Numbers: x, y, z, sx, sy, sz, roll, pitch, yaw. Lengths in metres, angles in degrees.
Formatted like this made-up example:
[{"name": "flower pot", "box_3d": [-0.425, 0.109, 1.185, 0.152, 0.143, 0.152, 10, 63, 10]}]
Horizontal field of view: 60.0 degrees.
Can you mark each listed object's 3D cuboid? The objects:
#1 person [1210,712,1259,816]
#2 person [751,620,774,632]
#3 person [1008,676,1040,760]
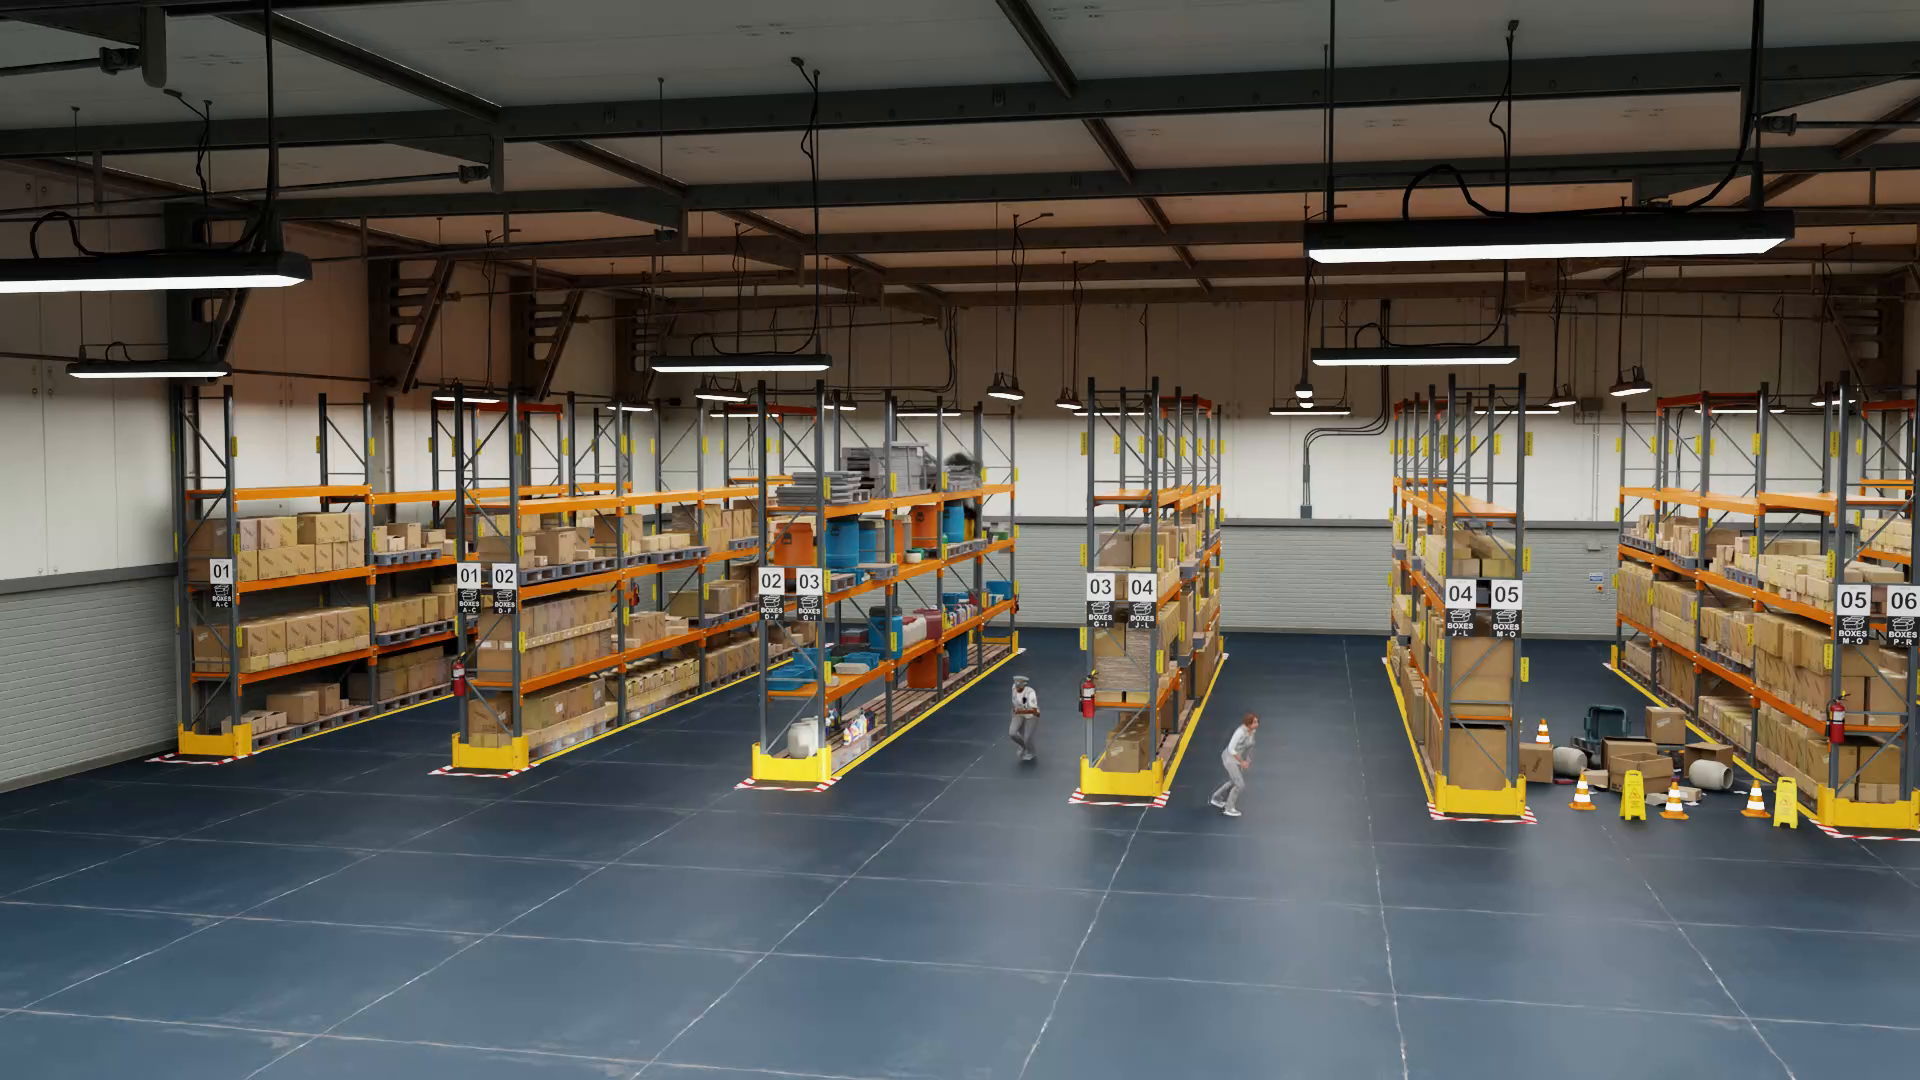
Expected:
[{"name": "person", "box_3d": [3.726, 3.015, 22.558, 0.804, 1.455, 0.566, 2, 4, 36]}, {"name": "person", "box_3d": [-5.215, 1.688, 44.146, 0.854, 1.718, 0.538, 3, 4, 42]}, {"name": "person", "box_3d": [1.008, 2.814, 26.270, 0.599, 1.413, 0.971, 2, 4, 29]}]
